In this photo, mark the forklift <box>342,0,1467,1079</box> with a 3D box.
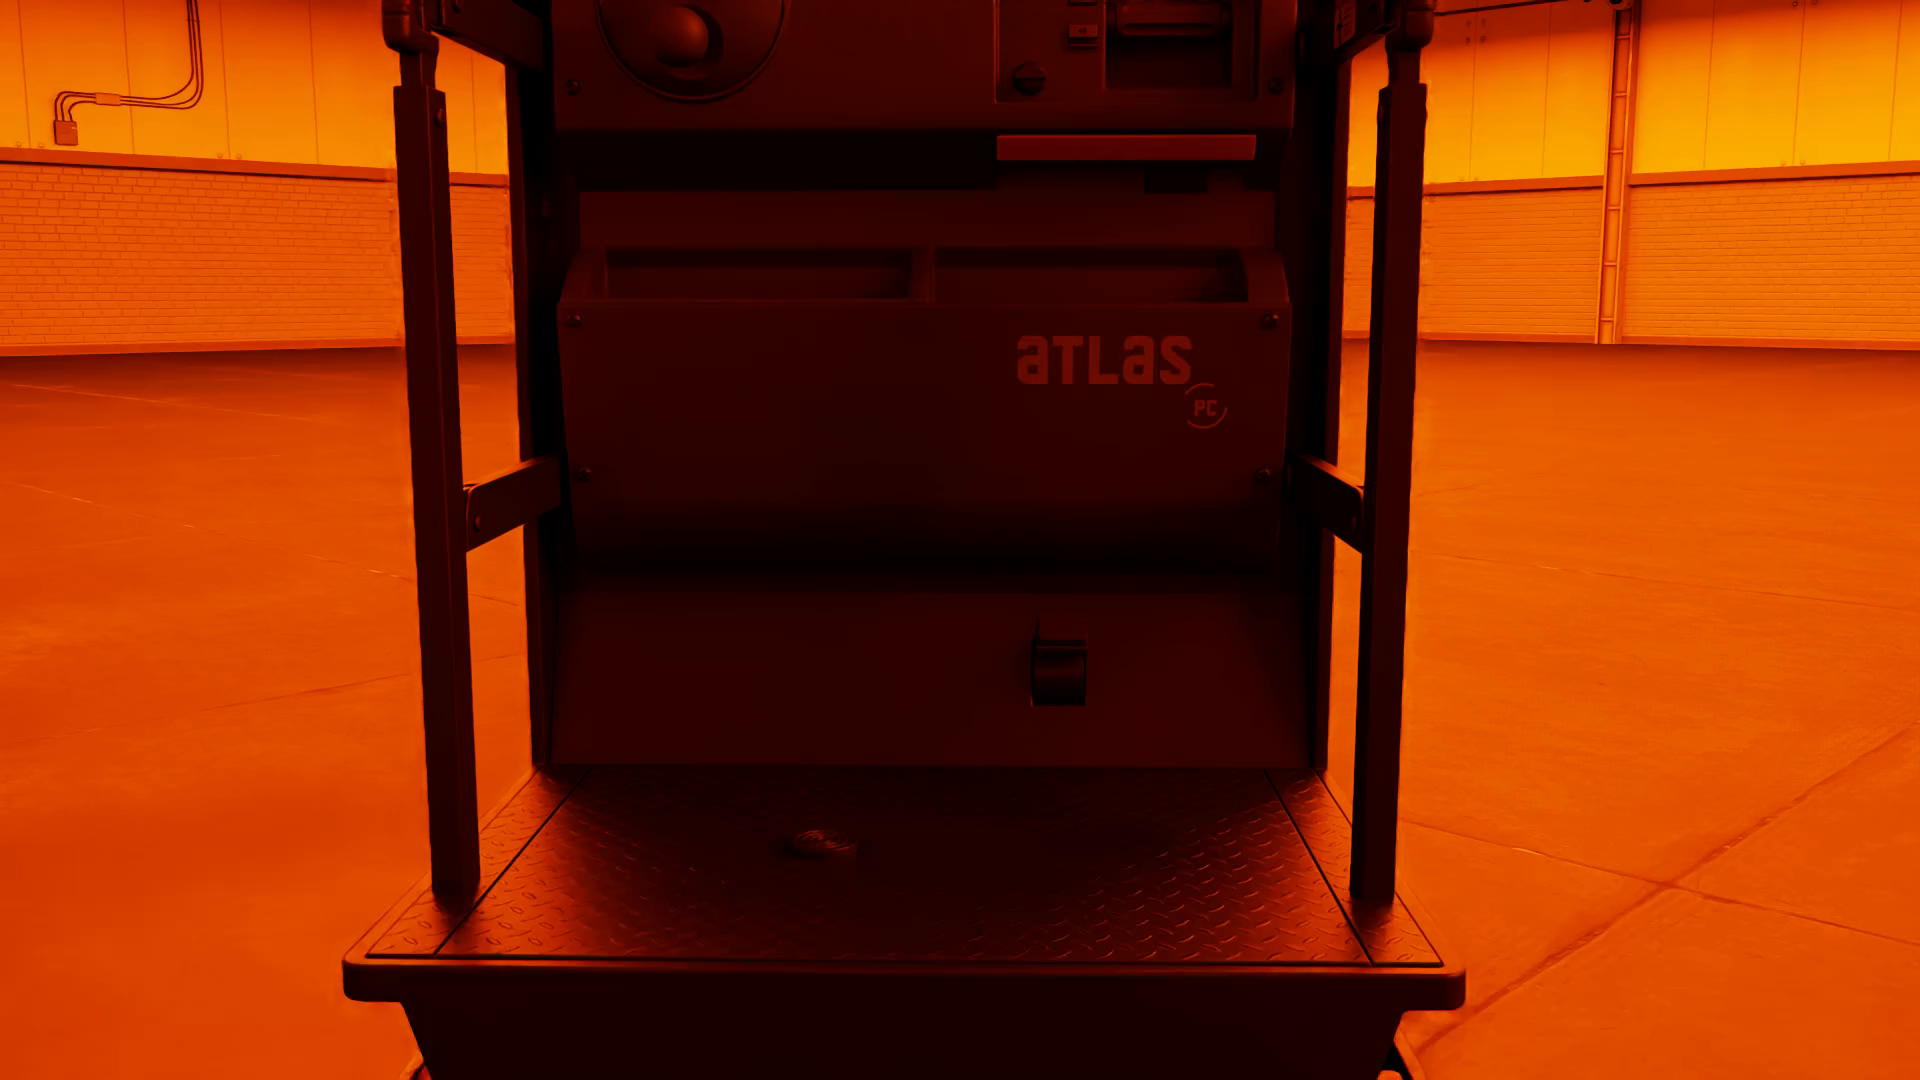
[{"bbox_3d":[-0.048,-0.756,1.892,1.130,2.935,3.031,0,9,1],"label":"forklift"}]
